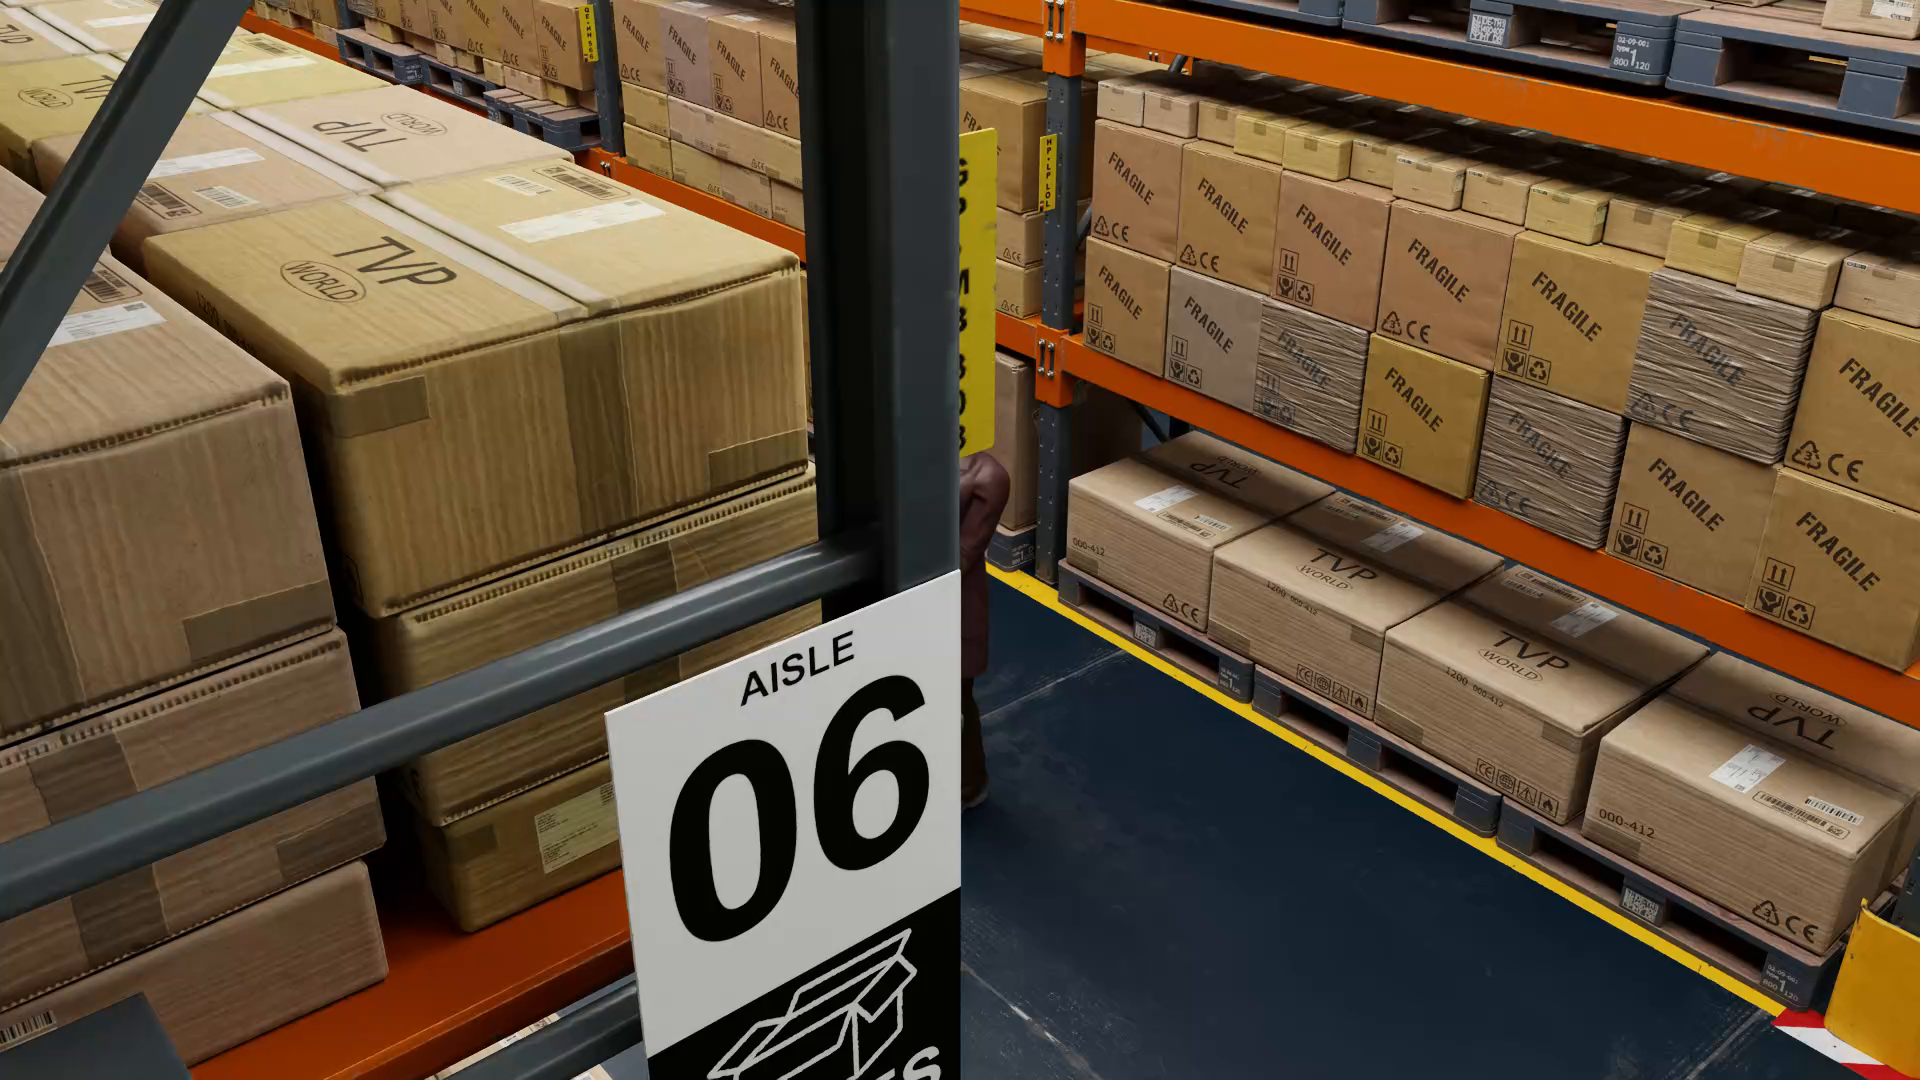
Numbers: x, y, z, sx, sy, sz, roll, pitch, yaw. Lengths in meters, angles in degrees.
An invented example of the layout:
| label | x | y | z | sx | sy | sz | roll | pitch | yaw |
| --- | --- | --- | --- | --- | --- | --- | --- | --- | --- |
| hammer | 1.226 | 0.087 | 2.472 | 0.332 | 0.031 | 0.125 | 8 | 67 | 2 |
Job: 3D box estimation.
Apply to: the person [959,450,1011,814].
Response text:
| label | x | y | z | sx | sy | sz | roll | pitch | yaw |
| --- | --- | --- | --- | --- | --- | --- | --- | --- | --- |
| person | -0.148 | 0.258 | 6.154 | 0.555 | 1.769 | 0.530 | -21 | 35 | -35 |
